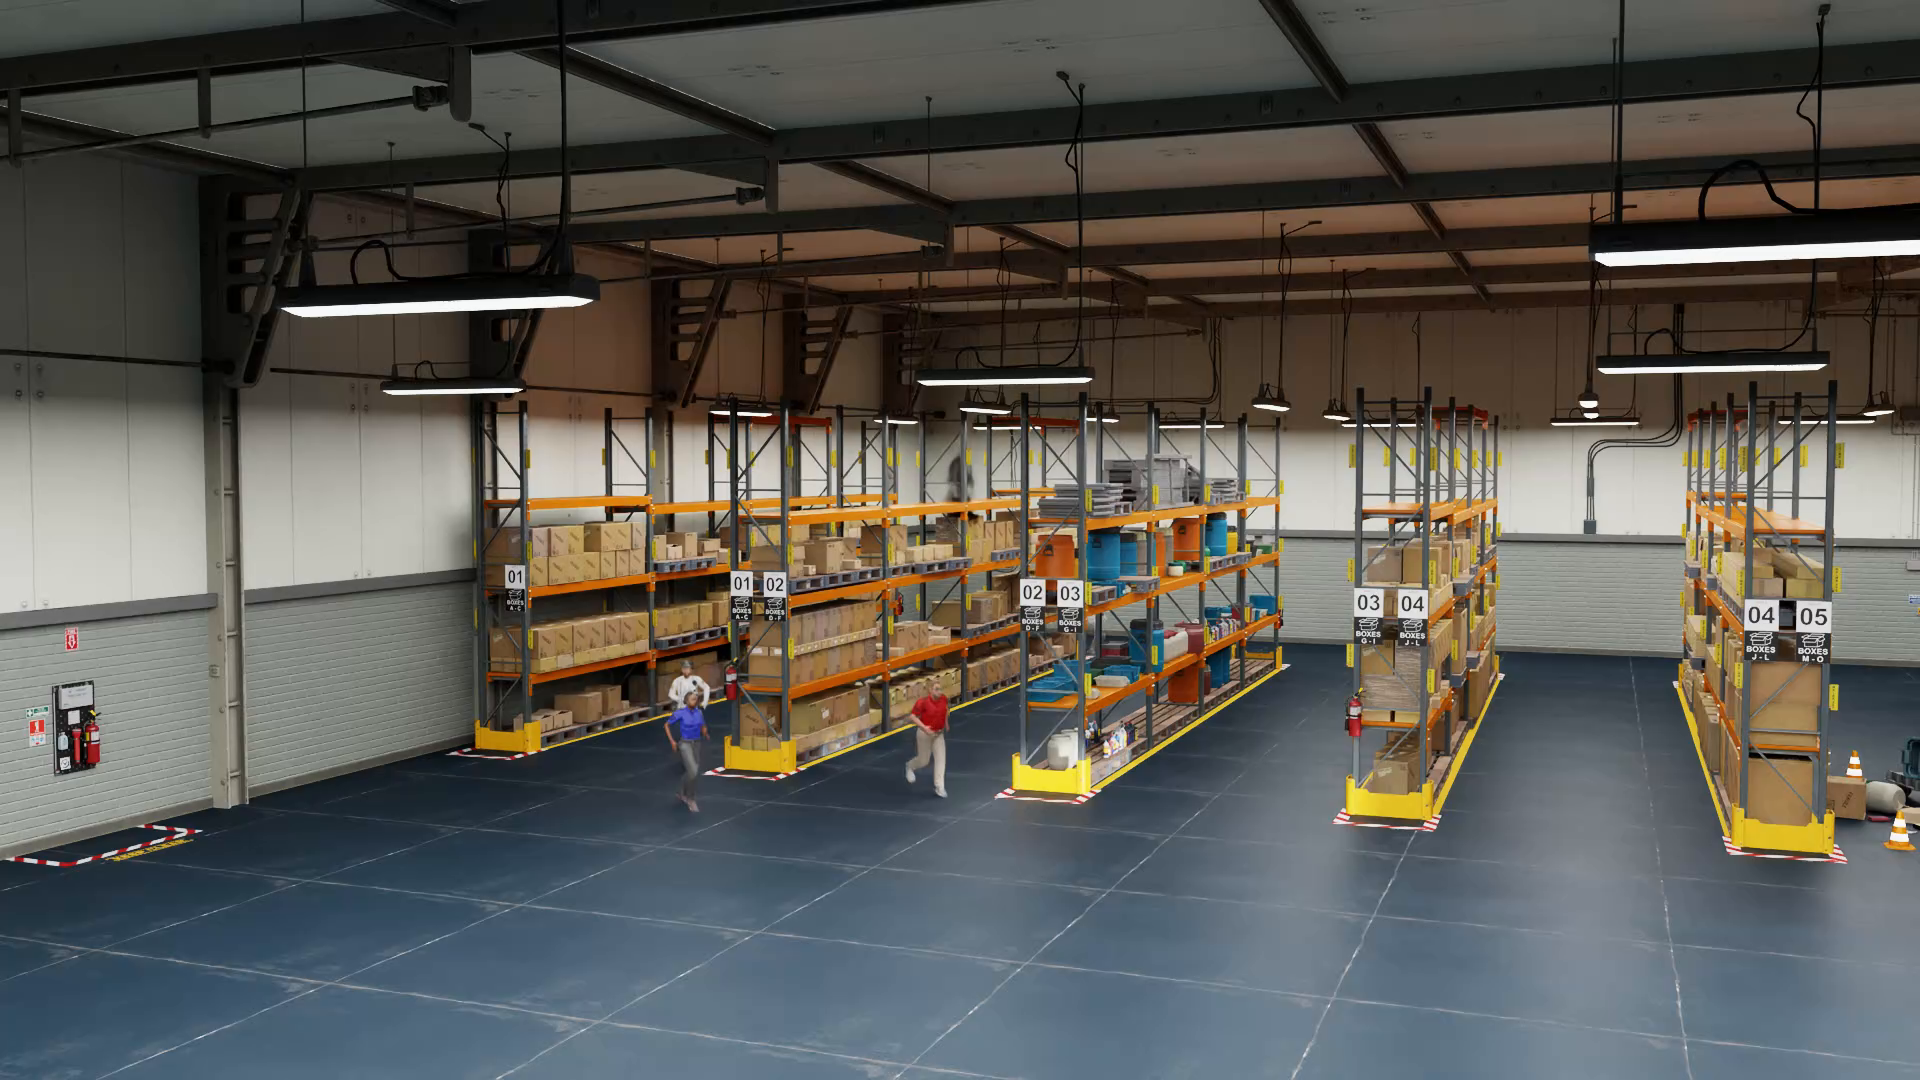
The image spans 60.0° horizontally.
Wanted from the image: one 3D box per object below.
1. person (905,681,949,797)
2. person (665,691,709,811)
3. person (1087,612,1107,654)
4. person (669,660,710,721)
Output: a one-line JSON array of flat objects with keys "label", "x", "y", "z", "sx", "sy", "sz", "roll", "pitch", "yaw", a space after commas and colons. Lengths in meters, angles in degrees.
[{"label": "person", "x": -0.452, "y": 2.941, "z": 24.954, "sx": 0.693, "sy": 1.692, "sz": 1.065, "roll": -2, "pitch": 3, "yaw": -35}, {"label": "person", "x": -3.889, "y": 3.031, "z": 23.868, "sx": 0.725, "sy": 1.721, "sz": 0.586, "roll": 2, "pitch": 4, "yaw": 40}, {"label": "person", "x": 3.460, "y": 2.132, "z": 42.310, "sx": 0.640, "sy": 1.701, "sz": 0.653, "roll": 2, "pitch": 4, "yaw": 38}, {"label": "person", "x": -4.455, "y": 2.828, "z": 27.331, "sx": 0.646, "sy": 1.751, "sz": 0.785, "roll": 0, "pitch": 3, "yaw": 1}]
